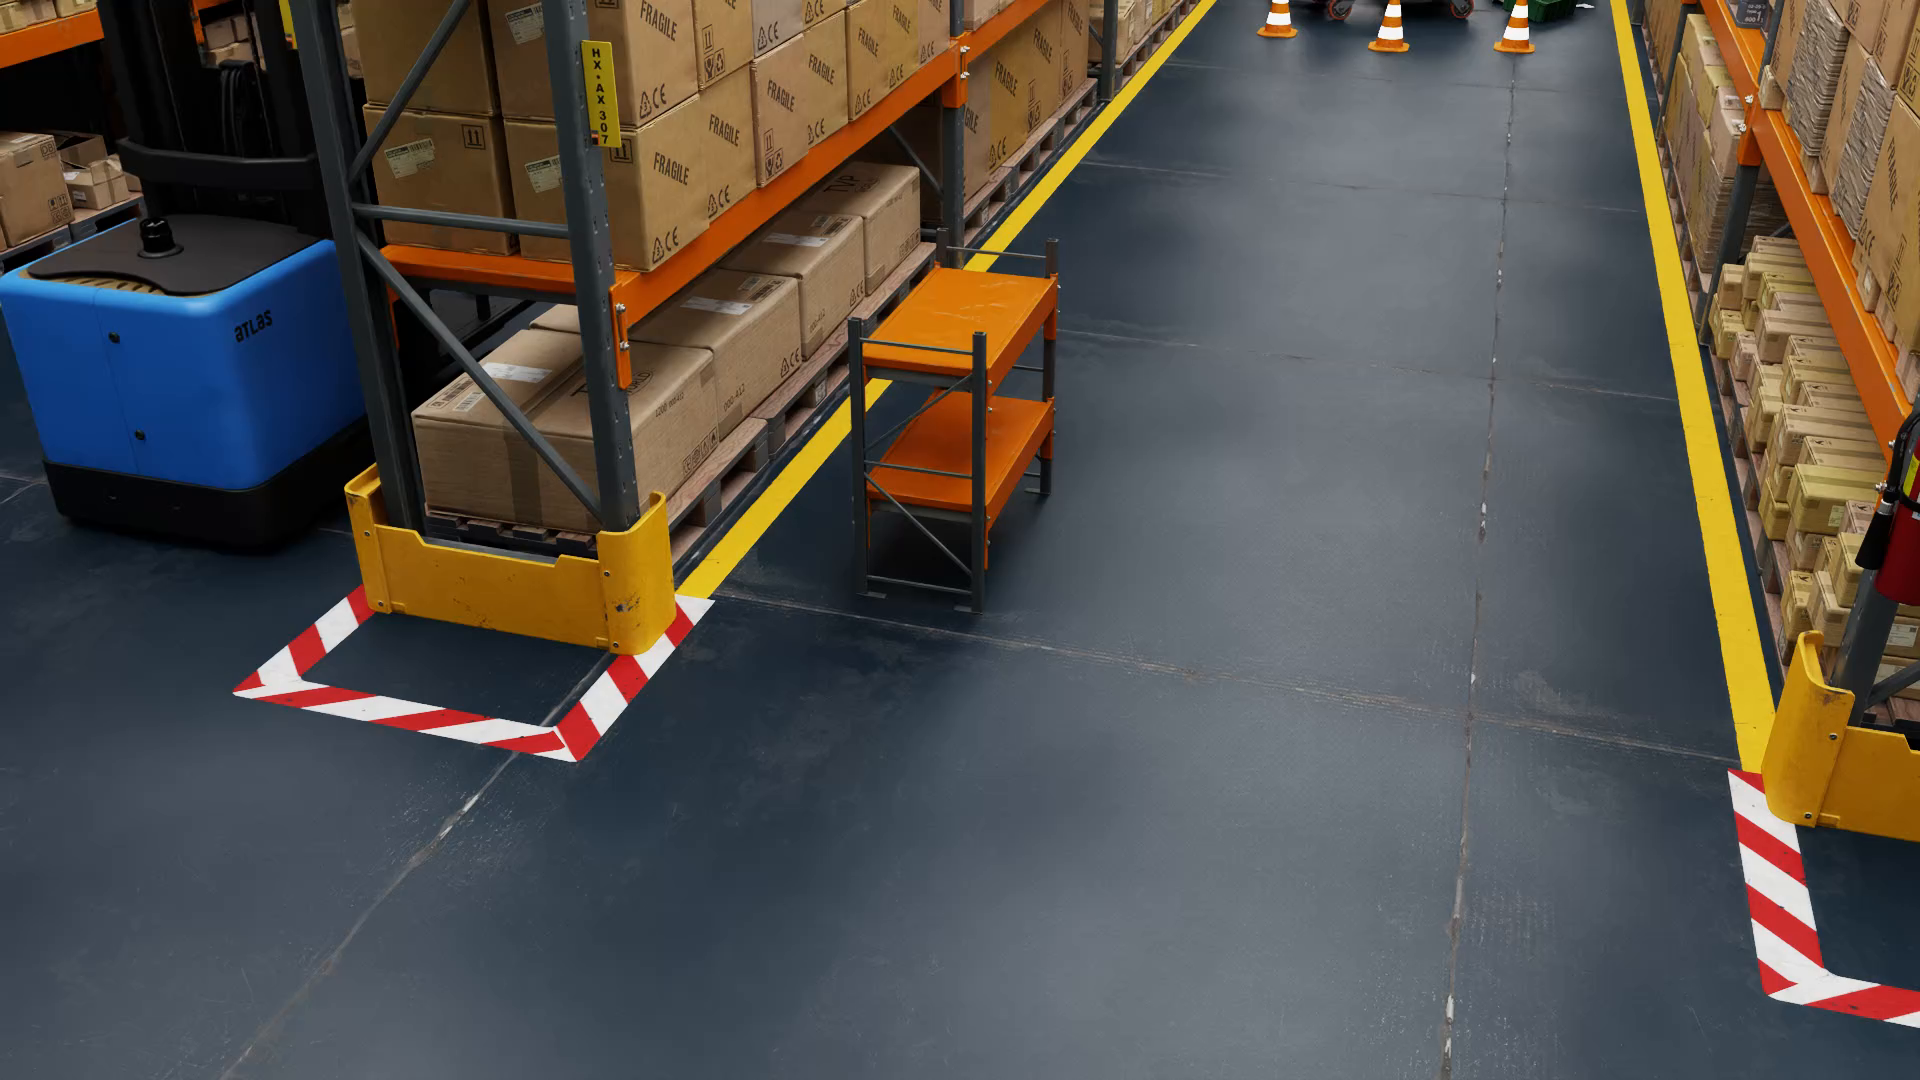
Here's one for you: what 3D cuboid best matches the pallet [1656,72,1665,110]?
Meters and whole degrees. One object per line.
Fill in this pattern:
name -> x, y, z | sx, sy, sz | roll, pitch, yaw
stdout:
pallet -> 5.765, -3.254, 12.383 | 1.003, 0.211, 1.213 | 8, 30, 15

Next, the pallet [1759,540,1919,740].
pallet -> 3.408, 0.411, 5.793 | 1.003, 0.211, 1.213 | 8, 30, 15

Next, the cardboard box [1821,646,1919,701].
cardboard box -> 3.069, 0.388, 5.467 | 0.380, 0.149, 0.250 | 9, 30, 16

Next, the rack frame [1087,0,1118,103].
rack frame -> 0.700, -4.777, 12.251 | 1.000, 3.000, 0.127 | 8, 30, 15

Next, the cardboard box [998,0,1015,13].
cardboard box -> 0.058, -3.260, 9.678 | 0.500, 0.250, 0.500 | 8, 30, 14

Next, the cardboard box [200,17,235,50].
cardboard box -> -4.918, -3.266, 10.702 | 0.380, 0.149, 0.250 | 8, 30, 14

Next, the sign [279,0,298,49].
sign -> -2.163, -1.752, 5.380 | 0.100, 0.325, 0.005 | 8, 30, 15

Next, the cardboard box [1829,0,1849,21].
cardboard box -> 3.607, -2.221, 6.220 | 0.500, 0.500, 0.500 | 9, 30, 16

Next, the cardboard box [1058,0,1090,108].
cardboard box -> 0.418, -3.722, 12.110 | 0.875, 0.875, 0.875 | 8, 30, 14

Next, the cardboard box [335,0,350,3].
cardboard box -> -4.486, -3.873, 12.099 | 0.380, 0.149, 0.250 | 9, 30, 15

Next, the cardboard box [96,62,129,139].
cardboard box -> -5.359, -2.986, 11.171 | 0.500, 0.500, 0.500 | 8, 30, 15

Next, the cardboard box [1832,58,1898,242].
cardboard box -> 3.295, -1.294, 5.582 | 0.500, 0.500, 0.500 | 9, 30, 15

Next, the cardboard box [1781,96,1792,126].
cardboard box -> 3.887, -1.933, 7.398 | 0.380, 0.149, 0.250 | 9, 30, 16

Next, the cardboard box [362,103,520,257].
cardboard box -> -1.759, -1.364, 6.014 | 0.500, 0.500, 0.500 | 9, 30, 15

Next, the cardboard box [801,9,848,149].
cardboard box -> -0.813, -1.993, 7.144 | 0.500, 0.500, 0.500 | 10, 30, 17

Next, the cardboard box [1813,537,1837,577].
cardboard box -> 3.124, 0.133, 5.620 | 0.380, 0.149, 0.250 | 8, 30, 14

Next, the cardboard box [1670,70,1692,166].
cardboard box -> 4.866, -2.682, 10.625 | 0.500, 0.500, 0.500 | 9, 30, 15

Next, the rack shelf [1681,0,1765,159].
rack shelf -> 4.875, -2.873, 9.570 | 1.077, 0.370, 4.000 | 8, 30, 15

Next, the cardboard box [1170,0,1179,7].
cardboard box -> 1.515, -5.092, 15.089 | 0.950, 0.372, 0.625 | 10, 31, 18

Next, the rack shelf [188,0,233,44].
rack shelf -> -4.633, -4.239, 12.025 | 1.077, 0.370, 4.000 | 8, 30, 15

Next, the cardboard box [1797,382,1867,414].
cardboard box -> 3.456, -0.477, 6.411 | 0.380, 0.149, 0.250 | 7, 30, 13

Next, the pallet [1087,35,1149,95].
pallet -> 0.931, -3.921, 13.581 | 1.003, 0.211, 1.213 | 8, 30, 15

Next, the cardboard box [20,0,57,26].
cardboard box -> -5.284, -2.964, 9.251 | 0.380, 0.149, 0.250 | 9, 30, 16

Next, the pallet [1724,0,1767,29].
pallet -> 4.920, -3.108, 9.448 | 1.003, 0.211, 1.213 | 8, 30, 15

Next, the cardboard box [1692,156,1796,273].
cardboard box -> 4.264, -1.729, 8.913 | 0.500, 0.500, 0.500 | 8, 30, 14

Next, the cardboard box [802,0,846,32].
cardboard box -> -0.801, -2.435, 6.911 | 0.500, 0.500, 0.500 | 9, 30, 15

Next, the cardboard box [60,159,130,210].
cardboard box -> -5.208, -2.146, 9.903 | 0.396, 0.266, 0.258 | 10, 30, 17

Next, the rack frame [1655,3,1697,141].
rack frame -> 5.462, -4.117, 11.066 | 1.000, 3.000, 0.127 | 8, 30, 15

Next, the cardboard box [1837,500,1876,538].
cardboard box -> 3.156, 0.012, 5.531 | 0.380, 0.149, 0.250 | 9, 30, 16

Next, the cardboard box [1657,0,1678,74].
cardboard box -> 5.980, -3.995, 12.727 | 1.050, 0.750, 0.750 | 9, 30, 16

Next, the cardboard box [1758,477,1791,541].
cardboard box -> 3.282, -0.100, 6.345 | 0.380, 0.149, 0.250 | 7, 30, 13

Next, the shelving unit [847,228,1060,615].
shelving unit -> -0.002, -0.488, 6.471 | 0.538, 1.125, 1.048 | 8, 30, 15

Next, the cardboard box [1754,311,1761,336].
cardboard box -> 3.850, -0.954, 7.575 | 0.380, 0.149, 0.250 | 8, 30, 15

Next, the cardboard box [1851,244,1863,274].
cardboard box -> 3.265, -0.951, 5.632 | 0.380, 0.149, 0.250 | 7, 30, 13

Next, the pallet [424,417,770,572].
pallet -> -1.488, -0.223, 6.934 | 1.003, 0.211, 1.213 | 8, 30, 15

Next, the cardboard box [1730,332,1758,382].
cardboard box -> 3.772, -0.826, 7.650 | 0.380, 0.149, 0.250 | 8, 30, 15

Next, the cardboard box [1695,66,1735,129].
cardboard box -> 4.570, -2.544, 9.606 | 0.500, 0.250, 0.500 | 7, 30, 13

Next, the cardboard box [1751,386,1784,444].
cardboard box -> 3.434, -0.486, 6.732 | 0.380, 0.149, 0.250 | 9, 30, 15

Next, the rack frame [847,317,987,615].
rack frame -> -0.151, -0.252, 6.046 | 0.500, 1.125, 0.032 | 8, 30, 15

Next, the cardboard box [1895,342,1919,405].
cardboard box -> 2.939, -0.482, 4.788 | 0.380, 0.149, 0.250 | 9, 30, 15

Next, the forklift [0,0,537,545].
forklift -> -2.804, -1.962, 7.262 | 1.130, 2.935, 3.031 | 8, 30, 15

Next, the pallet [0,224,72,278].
pallet -> -5.779, -1.518, 9.261 | 1.003, 0.211, 1.213 | 8, 30, 15

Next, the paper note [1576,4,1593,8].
paper note -> 5.968, -5.121, 15.923 | 0.147, 0.020, 0.142 | -12, 31, -20

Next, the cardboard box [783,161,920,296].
cardboard box -> -0.761, -1.705, 8.933 | 0.875, 0.438, 0.875 | 8, 30, 14

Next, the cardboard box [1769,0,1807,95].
cardboard box -> 3.902, -2.238, 7.278 | 0.500, 0.500, 0.500 | 8, 30, 14

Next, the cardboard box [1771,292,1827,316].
cardboard box -> 3.769, -0.957, 7.273 | 0.380, 0.149, 0.250 | 8, 30, 14
